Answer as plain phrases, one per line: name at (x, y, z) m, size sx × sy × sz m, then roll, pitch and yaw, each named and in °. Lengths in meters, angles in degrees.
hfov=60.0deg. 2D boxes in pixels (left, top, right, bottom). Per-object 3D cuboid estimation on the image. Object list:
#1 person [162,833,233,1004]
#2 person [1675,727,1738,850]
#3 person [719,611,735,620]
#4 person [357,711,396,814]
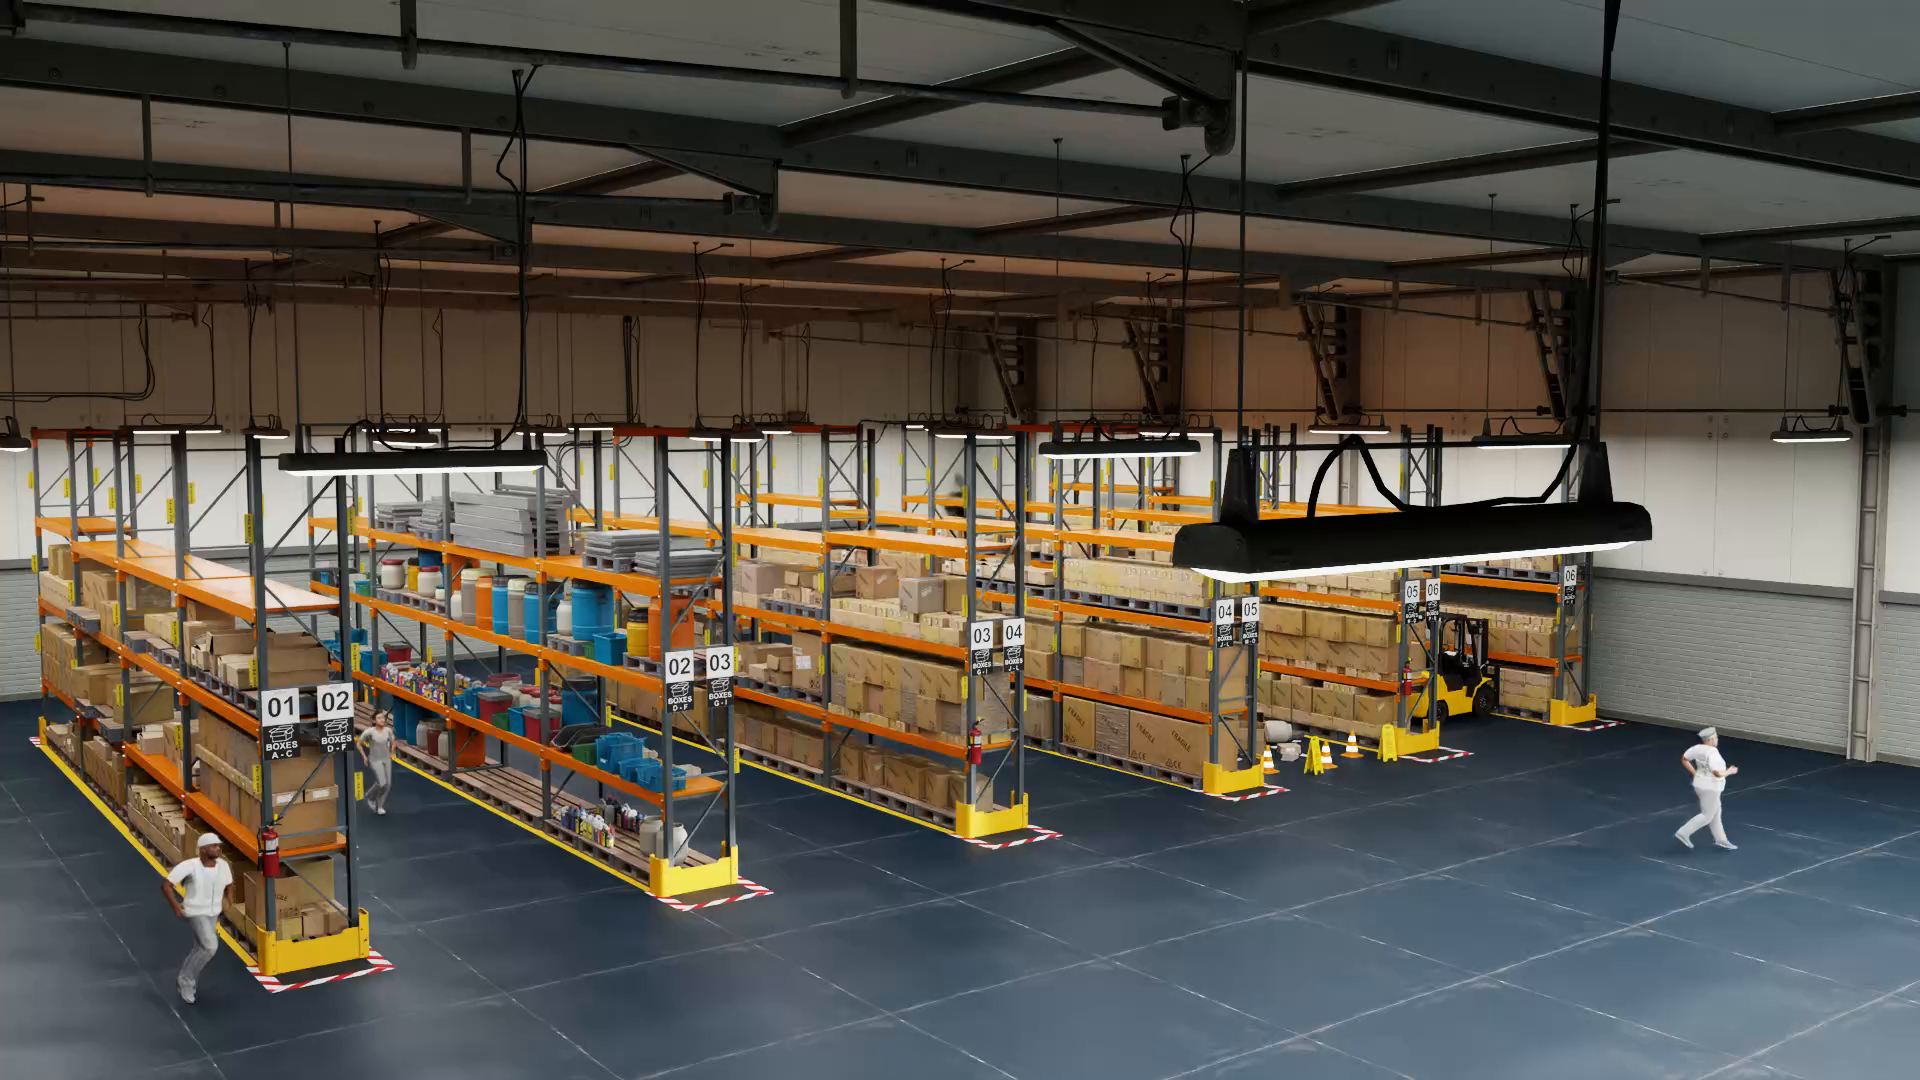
person at (-8.164, 4.058, 17.990) m, size 0.640 × 1.753 × 0.721 m, roll 2°, pitch 5°, yaw 21°
person at (10.683, 3.562, 23.743) m, size 0.966 × 1.788 × 0.659 m, roll 0°, pitch 4°, yaw -1°
person at (-5.747, 2.303, 41.098) m, size 0.596 × 1.668 × 0.857 m, roll 4°, pitch 6°, yaw 38°
person at (-9.033, 3.478, 25.936) m, size 0.549 × 1.627 × 0.556 m, roll 4°, pitch 6°, yaw 43°
